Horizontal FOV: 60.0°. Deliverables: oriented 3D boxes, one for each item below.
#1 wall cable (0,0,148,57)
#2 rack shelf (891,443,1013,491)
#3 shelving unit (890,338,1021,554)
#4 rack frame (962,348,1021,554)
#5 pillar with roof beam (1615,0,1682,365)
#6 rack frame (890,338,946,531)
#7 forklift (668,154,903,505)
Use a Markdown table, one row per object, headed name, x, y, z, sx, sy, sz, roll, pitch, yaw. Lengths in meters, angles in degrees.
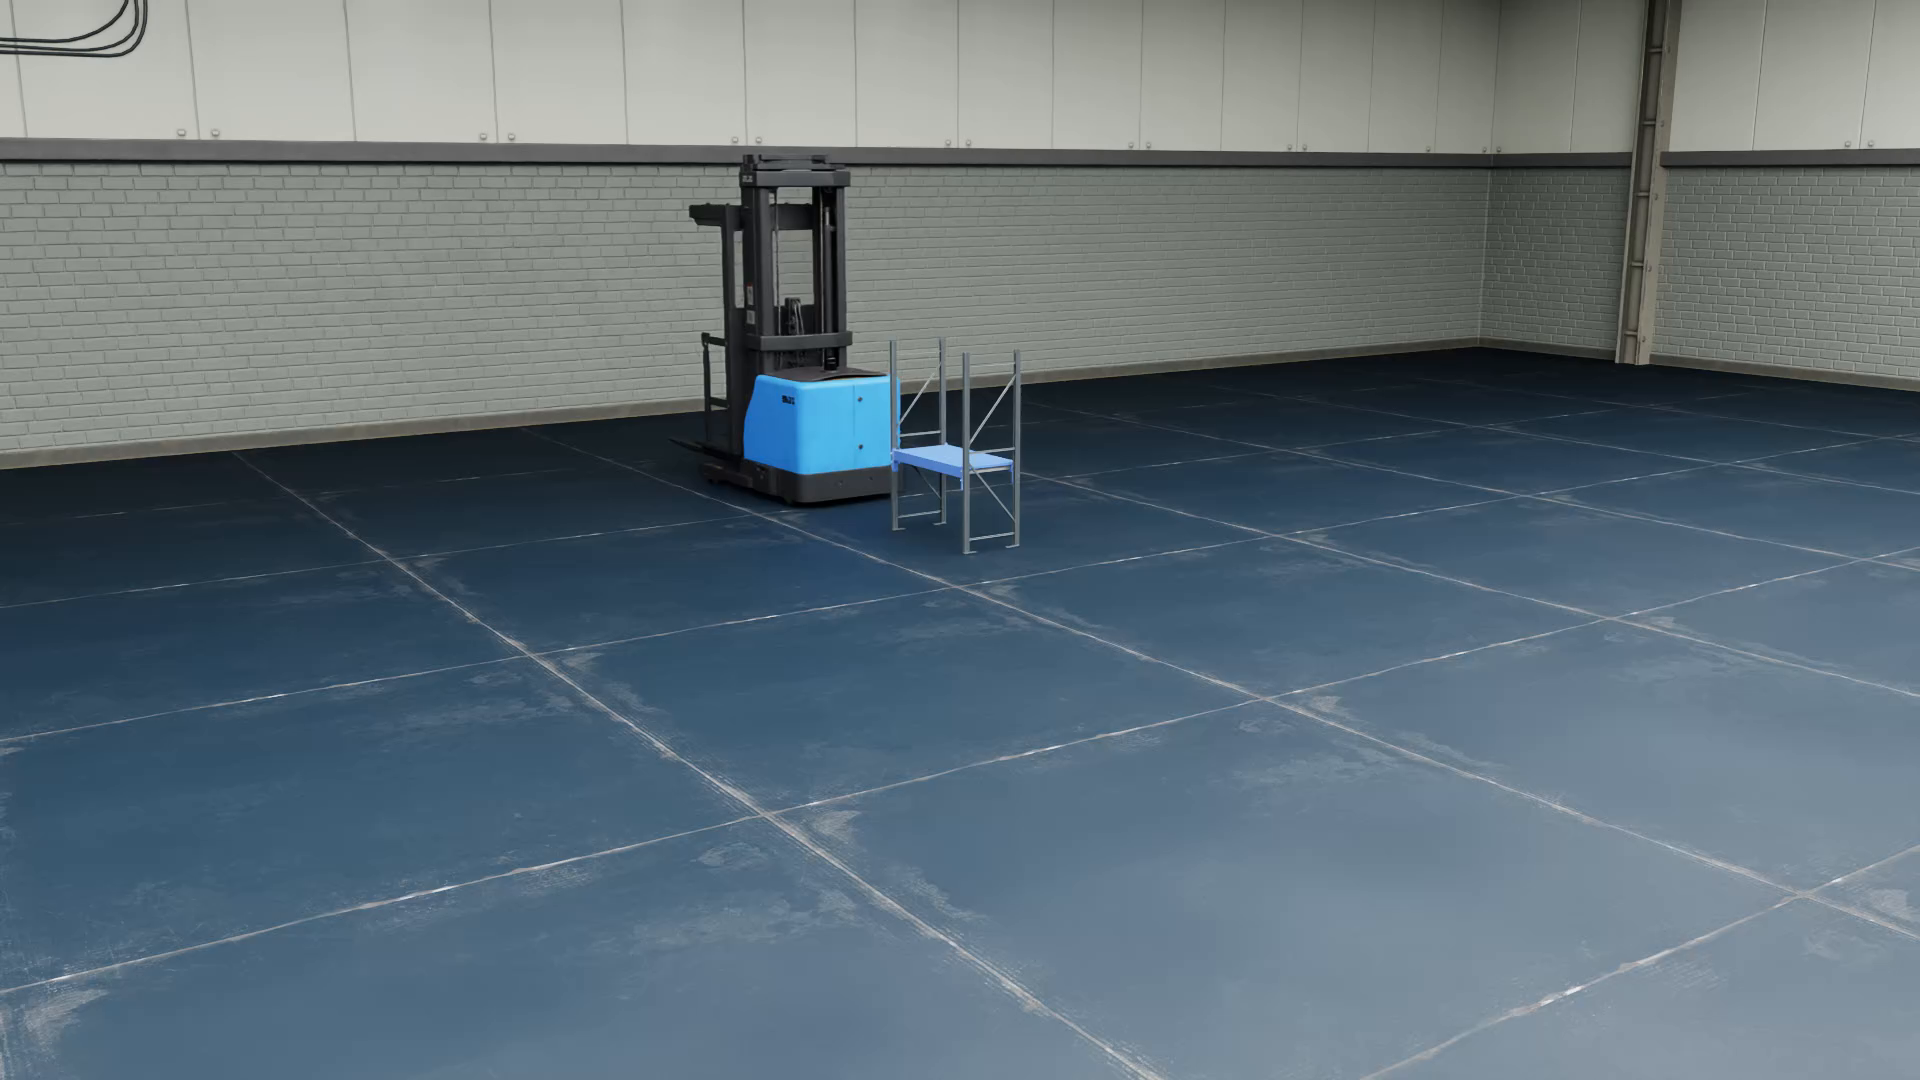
| name | x | y | z | sx | sy | sz | roll | pitch | yaw |
| --- | --- | --- | --- | --- | --- | --- | --- | --- | --- |
| wall cable | -8.722 | -6.791 | 14.889 | 2.305 | 6.003 | 0.169 | -8 | 15 | -33 |
| rack shelf | -0.047 | -0.572 | 12.809 | 0.538 | 0.185 | 1.000 | -8 | 15 | -33 |
| shelving unit | -0.047 | -0.748 | 12.771 | 0.538 | 1.500 | 1.048 | -8 | 15 | -33 |
| rack frame | 0.234 | -0.657 | 12.357 | 0.500 | 1.500 | 0.032 | -8 | 15 | -33 |
| pillar with roof beam | 6.537 | -6.547 | 21.735 | 9.100 | 9.000 | 0.400 | -8 | 15 | -33 |
| rack frame | -0.329 | -0.838 | 13.184 | 0.500 | 1.500 | 0.032 | -8 | 15 | -33 |
| forklift | -1.750 | -1.995 | 15.124 | 1.130 | 2.935 | 3.031 | -8 | 15 | -34 |
